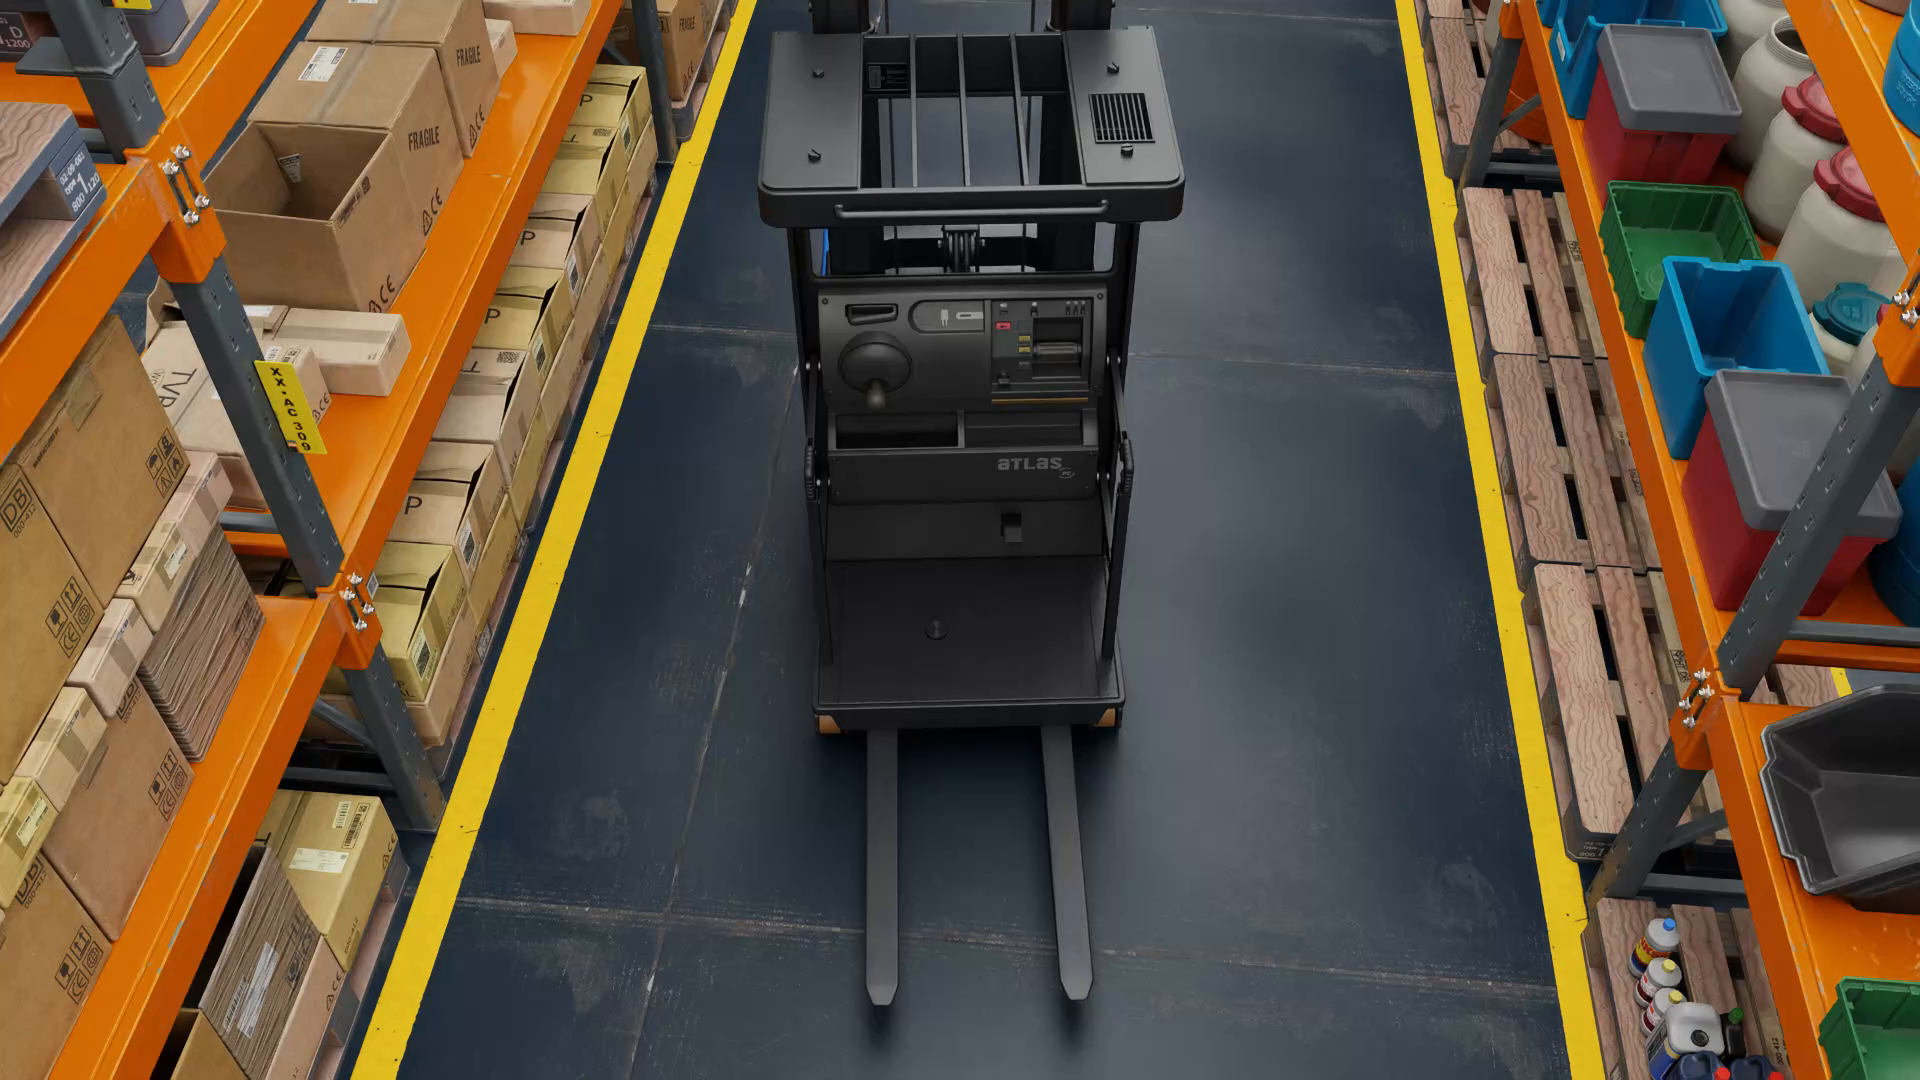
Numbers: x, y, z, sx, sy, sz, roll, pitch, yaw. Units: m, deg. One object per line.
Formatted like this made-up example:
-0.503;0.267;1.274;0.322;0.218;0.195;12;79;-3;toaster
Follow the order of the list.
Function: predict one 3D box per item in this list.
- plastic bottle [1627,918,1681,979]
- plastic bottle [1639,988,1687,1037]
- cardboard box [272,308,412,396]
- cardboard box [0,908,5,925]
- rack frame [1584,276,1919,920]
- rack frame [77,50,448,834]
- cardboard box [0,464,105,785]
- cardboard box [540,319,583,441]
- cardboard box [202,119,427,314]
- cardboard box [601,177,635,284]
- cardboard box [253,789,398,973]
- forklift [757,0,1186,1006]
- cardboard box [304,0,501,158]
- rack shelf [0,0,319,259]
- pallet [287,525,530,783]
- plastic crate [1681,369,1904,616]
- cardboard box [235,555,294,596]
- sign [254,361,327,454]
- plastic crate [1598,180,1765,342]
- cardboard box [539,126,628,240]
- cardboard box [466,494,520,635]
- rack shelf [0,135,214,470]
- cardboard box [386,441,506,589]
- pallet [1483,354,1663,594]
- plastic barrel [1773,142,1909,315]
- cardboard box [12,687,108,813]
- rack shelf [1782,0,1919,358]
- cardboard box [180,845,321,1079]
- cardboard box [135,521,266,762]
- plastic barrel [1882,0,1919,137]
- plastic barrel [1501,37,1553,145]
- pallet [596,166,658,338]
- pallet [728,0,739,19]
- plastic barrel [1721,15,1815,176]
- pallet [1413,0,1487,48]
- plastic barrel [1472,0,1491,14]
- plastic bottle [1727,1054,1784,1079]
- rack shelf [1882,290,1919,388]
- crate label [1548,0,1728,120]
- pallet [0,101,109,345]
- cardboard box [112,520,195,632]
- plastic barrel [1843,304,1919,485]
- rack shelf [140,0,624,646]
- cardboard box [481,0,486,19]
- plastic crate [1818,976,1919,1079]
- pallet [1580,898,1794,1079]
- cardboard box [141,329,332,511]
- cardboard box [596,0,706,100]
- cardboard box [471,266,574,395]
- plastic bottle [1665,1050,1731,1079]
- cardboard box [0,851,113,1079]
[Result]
2.147;1.249;5.126;0.097;0.271;0.097;0;48;0;plastic bottle
2.129;1.422;5.015;0.097;0.201;0.097;0;48;0;plastic bottle
-2.035;-0.617;5.452;0.380;0.149;0.250;4;48;4;cardboard box
-2.248;0.830;3.450;0.380;0.149;0.250;5;48;5;cardboard box
2.613;0.272;4.469;1.000;3.000;0.127;4;48;4;rack frame
-2.320;-0.064;4.776;1.000;3.000;0.127;4;48;4;rack frame
-2.399;0.162;3.622;0.700;0.500;0.500;4;48;3;cardboard box
-1.896;-0.688;6.925;0.500;0.250;0.500;5;48;4;cardboard box
-2.185;-1.048;5.608;0.500;0.500;0.500;7;48;6;cardboard box
-1.804;-1.435;7.609;0.500;0.250;0.500;3;48;3;cardboard box
-2.144;1.077;5.311;0.500;0.250;0.500;4;48;4;cardboard box
0.018;-0.527;5.245;1.130;2.935;3.031;-1;48;-1;forklift
-2.092;-1.803;6.299;0.500;0.500;0.500;2;48;1;cardboard box
-2.137;-2.303;5.279;1.077;0.370;4.000;4;48;4;rack shelf
-2.291;0.333;6.302;1.003;0.211;1.213;4;48;4;pallet
2.352;-0.126;4.789;0.402;0.464;0.583;4;48;4;plastic crate
-2.568;0.216;5.719;0.500;0.311;0.500;4;48;4;cardboard box
-1.767;-0.347;4.394;0.100;0.325;0.005;4;48;4;sign
2.490;-0.956;5.735;0.450;0.188;0.662;4;48;4;plastic crate
-1.798;-1.623;7.400;0.500;0.311;0.500;3;48;3;cardboard box
-1.988;0.067;6.235;0.500;0.250;0.500;5;48;5;cardboard box
-2.502;0.636;2.590;1.077;0.370;4.000;4;48;4;rack shelf
-1.983;-0.122;6.027;0.500;0.311;0.500;3;48;3;cardboard box
2.754;-0.266;6.850;1.003;0.211;1.213;4;48;4;pallet
2.985;-1.002;5.541;0.433;0.535;0.433;0;48;0;plastic barrel
-2.200;0.465;3.785;0.380;0.149;0.250;4;48;3;cardboard box
2.795;-1.968;4.972;1.077;0.370;4.000;4;48;4;rack shelf
-2.201;1.191;4.698;0.500;0.500;0.500;4;48;4;cardboard box
-2.354;0.229;4.440;0.700;0.500;0.500;3;48;3;cardboard box
2.443;-1.298;3.532;0.600;0.901;0.708;4;48;4;plastic barrel
3.005;-2.438;8.133;0.600;0.830;0.708;4;48;4;plastic barrel
-2.069;-1.460;7.942;1.003;0.211;1.213;4;48;4;pallet
-1.736;-3.503;9.811;1.003;0.211;1.213;4;48;4;pallet
3.058;-1.626;6.128;0.421;0.512;0.421;0;48;0;plastic barrel
3.121;-3.203;9.536;1.003;0.211;1.213;4;48;4;pallet
3.108;-3.186;8.981;0.600;0.588;0.708;4;48;4;plastic barrel
2.270;1.592;4.758;0.144;0.351;0.185;4;48;4;plastic bottle
2.431;0.972;2.283;1.077;0.370;4.000;4;48;4;rack shelf
2.617;-1.968;6.493;0.502;0.435;0.616;4;48;4;crate label
-2.372;-0.418;3.127;1.003;0.211;1.213;4;48;4;pallet
-2.156;0.079;4.138;0.380;0.149;0.250;3;48;3;cardboard box
2.918;-0.463;5.048;0.433;0.535;0.433;0;48;0;plastic barrel
-2.137;-1.291;6.386;1.077;0.370;4.000;4;48;4;rack shelf
-2.229;-2.329;6.908;0.500;0.311;0.500;3;48;3;cardboard box
2.208;1.322;3.652;0.450;0.188;0.662;4;48;4;plastic crate
2.510;1.703;5.049;1.003;0.211;1.213;4;48;4;pallet
-2.318;-0.378;5.165;0.500;0.250;0.500;7;48;6;cardboard box
-1.629;-2.624;8.513;0.500;0.500;0.500;6;48;5;cardboard box
-1.895;-0.884;6.724;0.500;0.311;0.500;5;48;5;cardboard box
2.126;1.582;4.767;0.144;0.351;0.185;5;48;5;plastic bottle
-2.445;0.985;3.749;0.700;0.500;0.500;5;48;4;cardboard box
